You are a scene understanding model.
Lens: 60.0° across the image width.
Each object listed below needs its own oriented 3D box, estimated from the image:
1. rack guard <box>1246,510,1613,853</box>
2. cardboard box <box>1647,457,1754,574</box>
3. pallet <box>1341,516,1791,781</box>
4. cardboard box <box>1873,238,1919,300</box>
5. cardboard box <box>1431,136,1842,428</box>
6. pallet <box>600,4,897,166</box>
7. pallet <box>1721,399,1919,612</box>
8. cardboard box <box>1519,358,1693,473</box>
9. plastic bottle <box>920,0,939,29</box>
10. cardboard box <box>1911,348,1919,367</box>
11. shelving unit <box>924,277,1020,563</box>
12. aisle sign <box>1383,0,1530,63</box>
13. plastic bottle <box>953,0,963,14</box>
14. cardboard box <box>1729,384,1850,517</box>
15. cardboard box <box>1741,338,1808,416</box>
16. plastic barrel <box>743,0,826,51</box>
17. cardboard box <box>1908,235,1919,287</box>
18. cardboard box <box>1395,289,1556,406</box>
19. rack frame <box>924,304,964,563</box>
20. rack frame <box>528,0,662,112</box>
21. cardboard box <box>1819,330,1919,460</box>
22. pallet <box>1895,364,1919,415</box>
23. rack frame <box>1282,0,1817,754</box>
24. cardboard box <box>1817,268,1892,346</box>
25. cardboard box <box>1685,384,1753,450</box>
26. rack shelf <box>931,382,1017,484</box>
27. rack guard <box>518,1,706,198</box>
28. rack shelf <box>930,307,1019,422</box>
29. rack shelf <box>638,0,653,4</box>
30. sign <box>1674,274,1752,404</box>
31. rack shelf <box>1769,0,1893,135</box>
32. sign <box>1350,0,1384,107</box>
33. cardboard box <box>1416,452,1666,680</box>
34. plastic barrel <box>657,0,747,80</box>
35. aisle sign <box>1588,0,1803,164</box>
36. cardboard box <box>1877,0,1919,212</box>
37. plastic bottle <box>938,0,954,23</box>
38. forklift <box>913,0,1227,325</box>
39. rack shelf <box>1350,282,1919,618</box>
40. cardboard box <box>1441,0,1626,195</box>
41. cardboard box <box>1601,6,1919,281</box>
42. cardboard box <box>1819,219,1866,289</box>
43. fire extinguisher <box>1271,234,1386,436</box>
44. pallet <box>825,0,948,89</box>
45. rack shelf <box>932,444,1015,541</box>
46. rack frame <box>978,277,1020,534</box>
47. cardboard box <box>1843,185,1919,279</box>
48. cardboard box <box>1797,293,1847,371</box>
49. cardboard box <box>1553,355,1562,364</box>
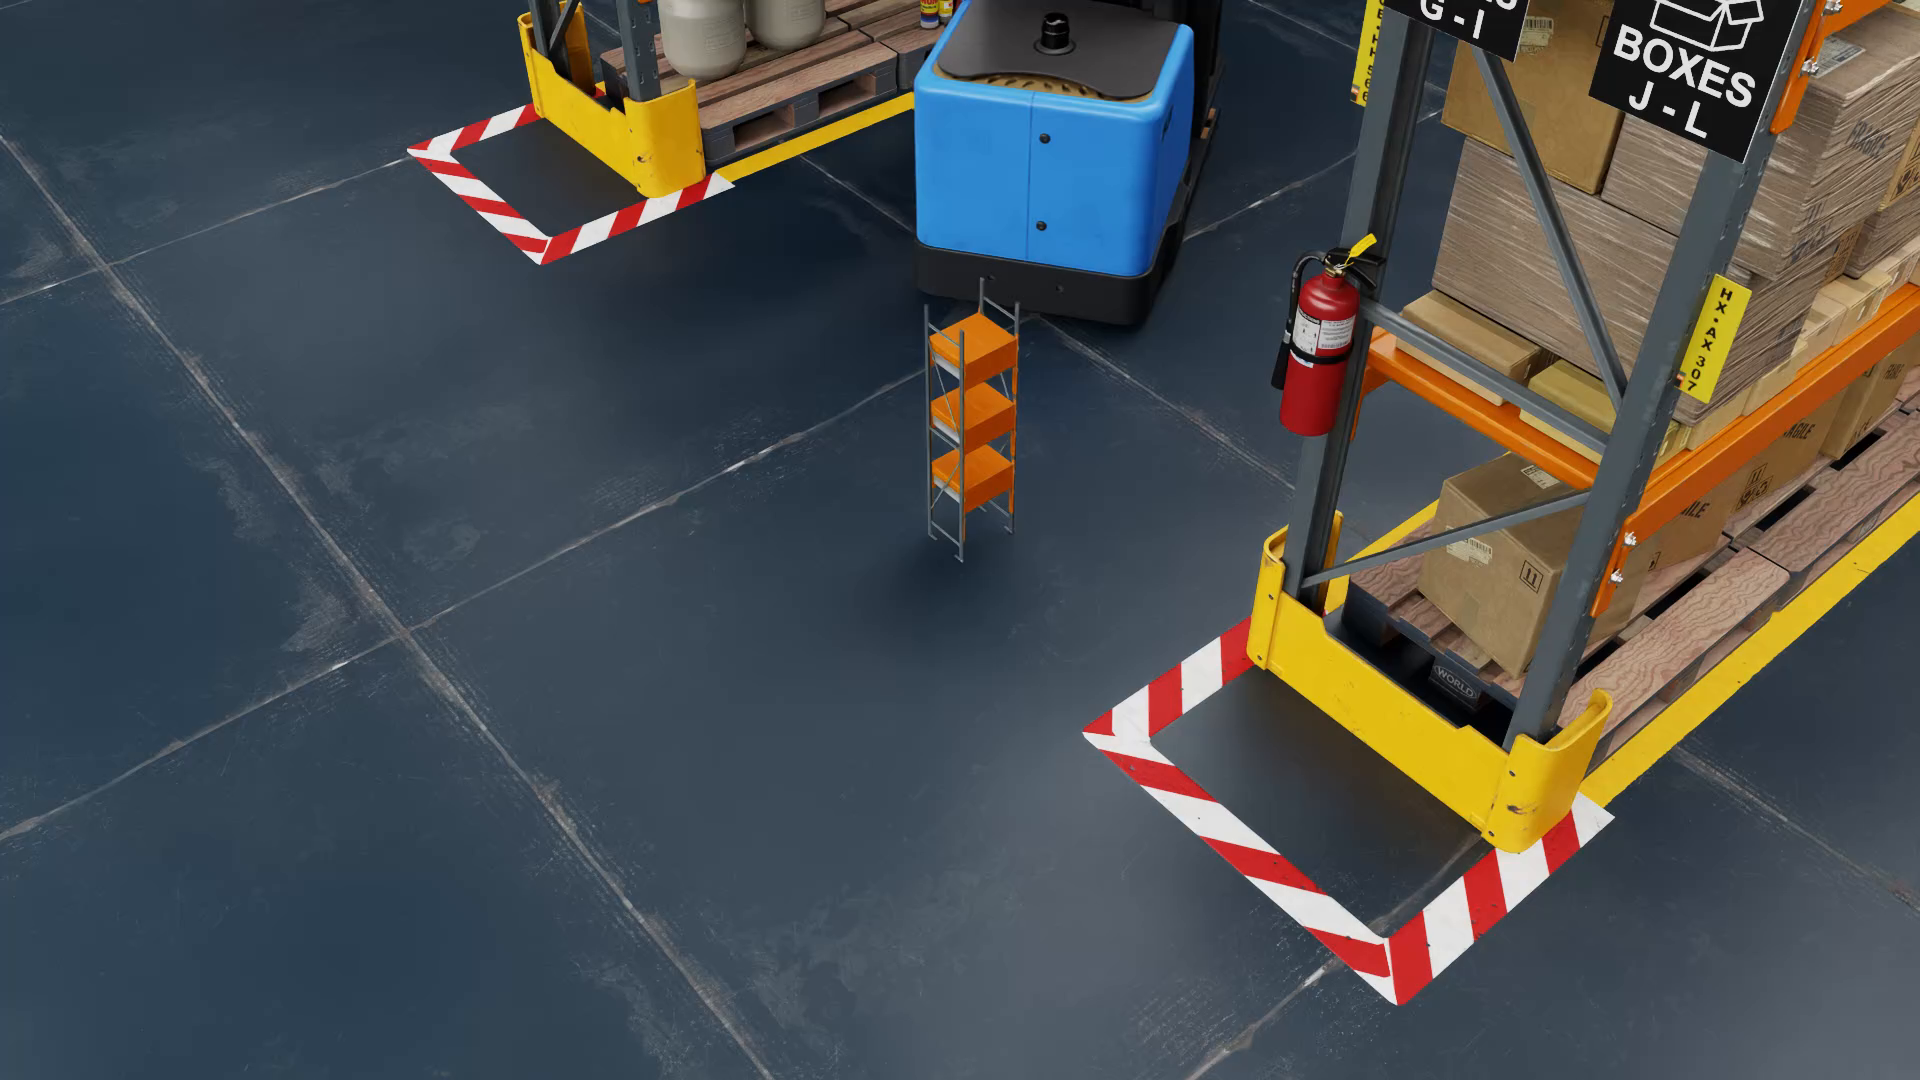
[{"bbox_3d":[1.484,0.435,5.422,0.348,0.500,1.175,-30,51,-28],"label":"rack guard"},{"bbox_3d":[2.352,-0.231,5.824,0.500,0.500,0.500,-17,46,-18],"label":"cardboard box"},{"bbox_3d":[2.130,0.202,5.881,1.213,0.211,1.003,-30,51,-28],"label":"pallet"},{"bbox_3d":[2.752,-0.904,5.205,0.250,0.149,0.380,-30,51,-28],"label":"cardboard box"},{"bbox_3d":[1.865,-0.815,4.636,0.500,0.500,0.875,-30,51,-28],"label":"cardboard box"},{"bbox_3d":[-1.097,-2.439,8.693,1.213,0.211,1.003,-30,51,-28],"label":"pallet"},{"bbox_3d":[3.065,-0.331,6.448,1.213,0.211,1.003,-30,51,-28],"label":"pallet"},{"bbox_3d":[1.797,-0.351,4.617,0.250,0.149,0.380,-30,51,-28],"label":"cardboard box"},{"bbox_3d":[-0.161,-2.842,8.757,0.097,0.271,0.097,0,43,0],"label":"plastic bottle"},{"bbox_3d":[3.727,-1.032,6.676,0.500,0.500,0.500,-15,45,-16],"label":"cardboard box"},{"bbox_3d":[0.041,-0.406,5.916,0.252,1.050,0.215,-30,51,-28],"label":"shelving unit"},{"bbox_3d":[1.186,-1.521,3.779,0.004,0.787,0.394,-30,51,-28],"label":"aisle sign"},{"bbox_3d":[0.024,-2.937,8.848,0.133,0.283,0.061,-29,50,-27],"label":"plastic bottle"},{"bbox_3d":[2.844,-0.496,6.106,0.500,0.500,0.500,-25,49,-24],"label":"cardboard box"},{"bbox_3d":[2.203,-0.553,4.831,0.250,0.149,0.380,-30,51,-28],"label":"cardboard box"},{"bbox_3d":[-0.912,-2.839,8.593,0.421,0.512,0.421,0,43,0],"label":"plastic barrel"},{"bbox_3d":[3.010,-0.959,5.264,0.250,0.149,0.380,-30,51,-28],"label":"cardboard box"},{"bbox_3d":[1.512,-0.585,4.865,0.250,0.149,0.380,-30,51,-28],"label":"cardboard box"},{"bbox_3d":[-0.053,-0.353,5.859,0.008,1.050,0.200,-30,51,-28],"label":"rack frame"},{"bbox_3d":[-1.752,-3.044,7.300,0.127,3.000,1.000,-30,51,-28],"label":"rack frame"},{"bbox_3d":[3.301,-0.718,6.342,0.500,0.500,0.500,34,53,31],"label":"cardboard box"},{"bbox_3d":[4.001,-0.870,7.022,1.213,0.211,1.003,-30,51,-28],"label":"pallet"},{"bbox_3d":[1.426,-0.443,4.531,0.127,3.000,1.000,-30,51,-28],"label":"rack frame"},{"bbox_3d":[2.578,-0.780,5.073,0.250,0.149,0.380,-30,51,-28],"label":"cardboard box"},{"bbox_3d":[2.001,-0.451,4.723,0.250,0.149,0.380,-30,51,-28],"label":"cardboard box"},{"bbox_3d":[0.041,-0.398,5.923,0.240,0.259,0.215,-30,51,-28],"label":"rack shelf"},{"bbox_3d":[-1.724,-2.191,8.217,0.348,0.500,1.175,-30,51,-28],"label":"rack guard"},{"bbox_3d":[0.041,-0.605,5.729,0.240,0.259,0.215,-30,51,-28],"label":"rack shelf"},{"bbox_3d":[-0.218,-3.660,8.481,4.000,0.370,1.077,-30,51,-28],"label":"rack shelf"},{"bbox_3d":[1.774,-0.474,3.931,0.005,0.325,0.100,-30,51,-28],"label":"sign"},{"bbox_3d":[2.960,-2.153,4.685,4.000,0.370,1.077,-30,51,-28],"label":"rack shelf"},{"bbox_3d":[1.085,-1.280,4.346,0.005,0.325,0.100,-30,51,-28],"label":"sign"},{"bbox_3d":[1.916,0.050,5.525,0.500,0.500,0.500,-21,47,-21],"label":"cardboard box"},{"bbox_3d":[-1.296,-2.619,8.358,0.421,0.512,0.421,0,43,0],"label":"plastic barrel"},{"bbox_3d":[1.571,-1.206,3.444,0.004,0.787,0.394,-30,51,-28],"label":"aisle sign"},{"bbox_3d":[2.411,-1.267,4.387,0.500,0.500,0.500,-30,51,-28],"label":"cardboard box"},{"bbox_3d":[-0.082,-2.862,8.829,0.097,0.201,0.097,0,43,0],"label":"plastic bottle"},{"bbox_3d":[0.685,-3.013,7.317,1.130,2.935,3.031,11,44,11],"label":"forklift"},{"bbox_3d":[2.960,-1.059,5.712,4.000,0.370,1.077,-30,51,-28],"label":"rack shelf"},{"bbox_3d":[1.689,-1.324,4.448,0.500,0.500,0.500,-30,51,-28],"label":"cardboard box"},{"bbox_3d":[2.023,-1.051,4.157,0.500,0.500,0.500,-30,51,-28],"label":"cardboard box"},{"bbox_3d":[2.172,-1.098,4.937,0.500,0.500,0.875,-30,51,-28],"label":"cardboard box"},{"bbox_3d":[1.042,-0.606,4.761,0.183,0.674,0.296,-30,51,-28],"label":"fire extinguisher"},{"bbox_3d":[-0.162,-2.972,9.261,1.213,0.211,1.003,-30,51,-28],"label":"pallet"},{"bbox_3d":[0.041,-0.196,6.113,0.240,0.259,0.215,-30,51,-28],"label":"rack shelf"},{"bbox_3d":[0.135,-0.460,5.973,0.008,1.050,0.200,-30,51,-28],"label":"rack frame"},{"bbox_3d":[2.583,-1.294,5.147,0.500,0.500,0.875,-30,51,-28],"label":"cardboard box"},{"bbox_3d":[2.381,-0.674,4.960,0.250,0.149,0.380,-30,51,-28],"label":"cardboard box"},{"bbox_3d":[1.704,-0.694,4.982,0.250,0.149,0.380,-30,51,-28],"label":"cardboard box"}]
